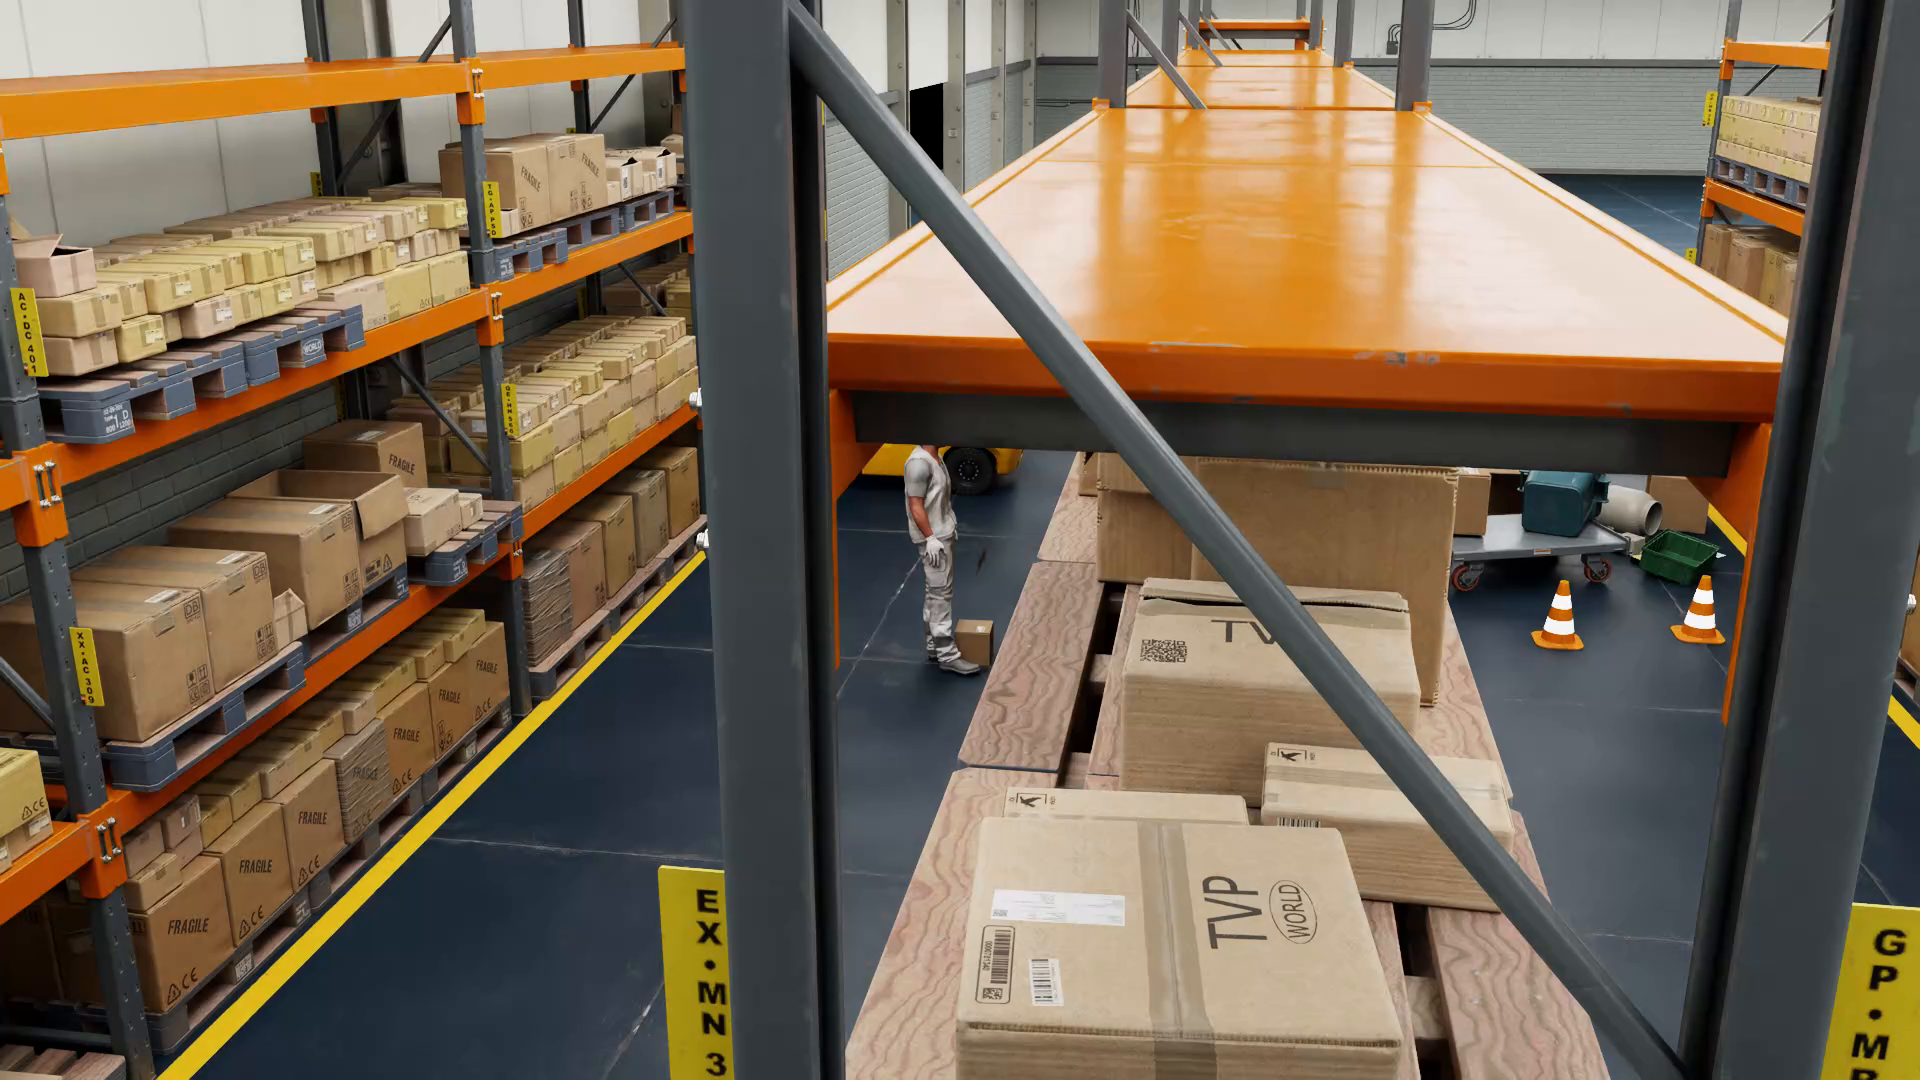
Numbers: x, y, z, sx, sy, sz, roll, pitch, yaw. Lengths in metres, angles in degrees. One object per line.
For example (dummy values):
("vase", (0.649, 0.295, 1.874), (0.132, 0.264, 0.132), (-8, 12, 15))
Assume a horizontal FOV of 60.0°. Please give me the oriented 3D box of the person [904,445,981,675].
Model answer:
("person", (-0.095, -0.013, 11.523), (0.564, 1.787, 0.638), (3, 18, 9))
